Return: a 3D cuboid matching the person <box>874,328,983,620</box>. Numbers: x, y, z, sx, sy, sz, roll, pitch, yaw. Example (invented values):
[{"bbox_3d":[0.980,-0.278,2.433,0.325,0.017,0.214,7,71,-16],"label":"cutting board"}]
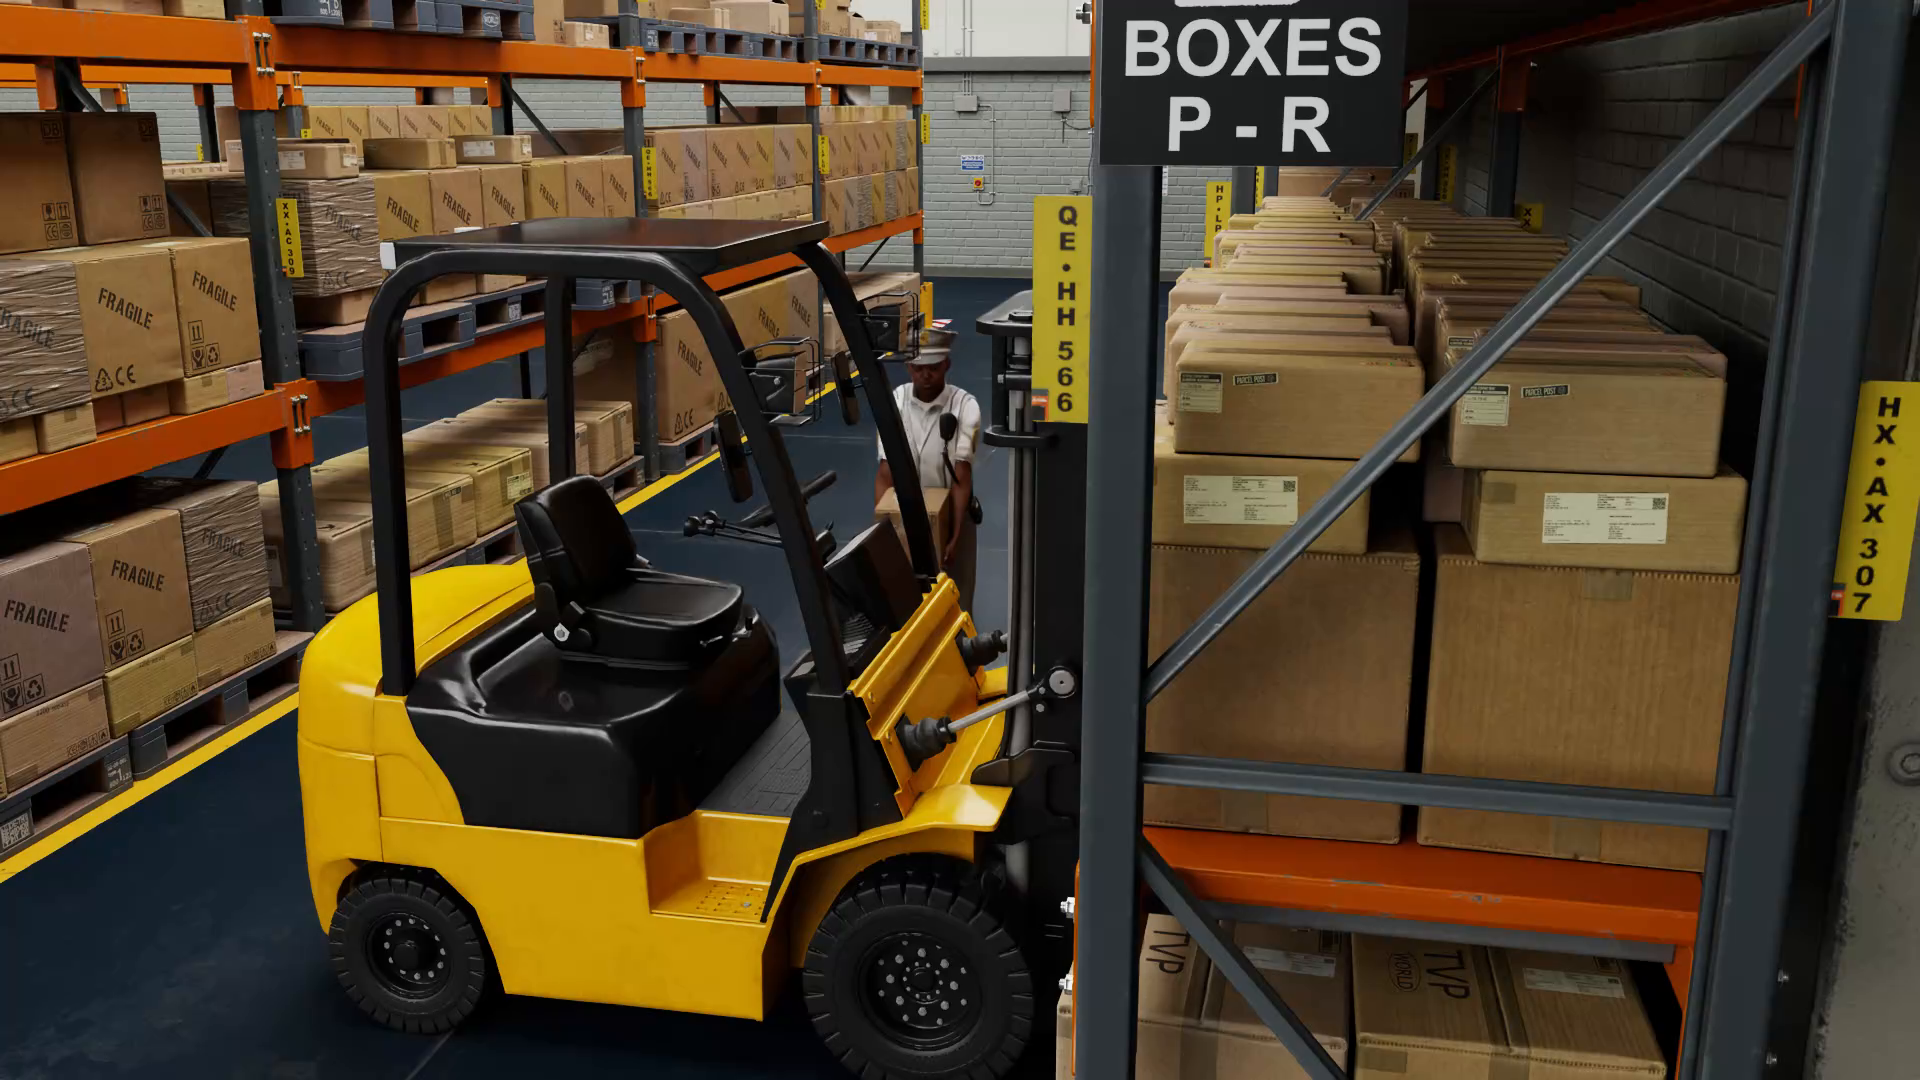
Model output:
[{"bbox_3d":[-0.131,-0.023,6.614,0.416,1.665,0.539,3,15,10],"label":"person"}]
